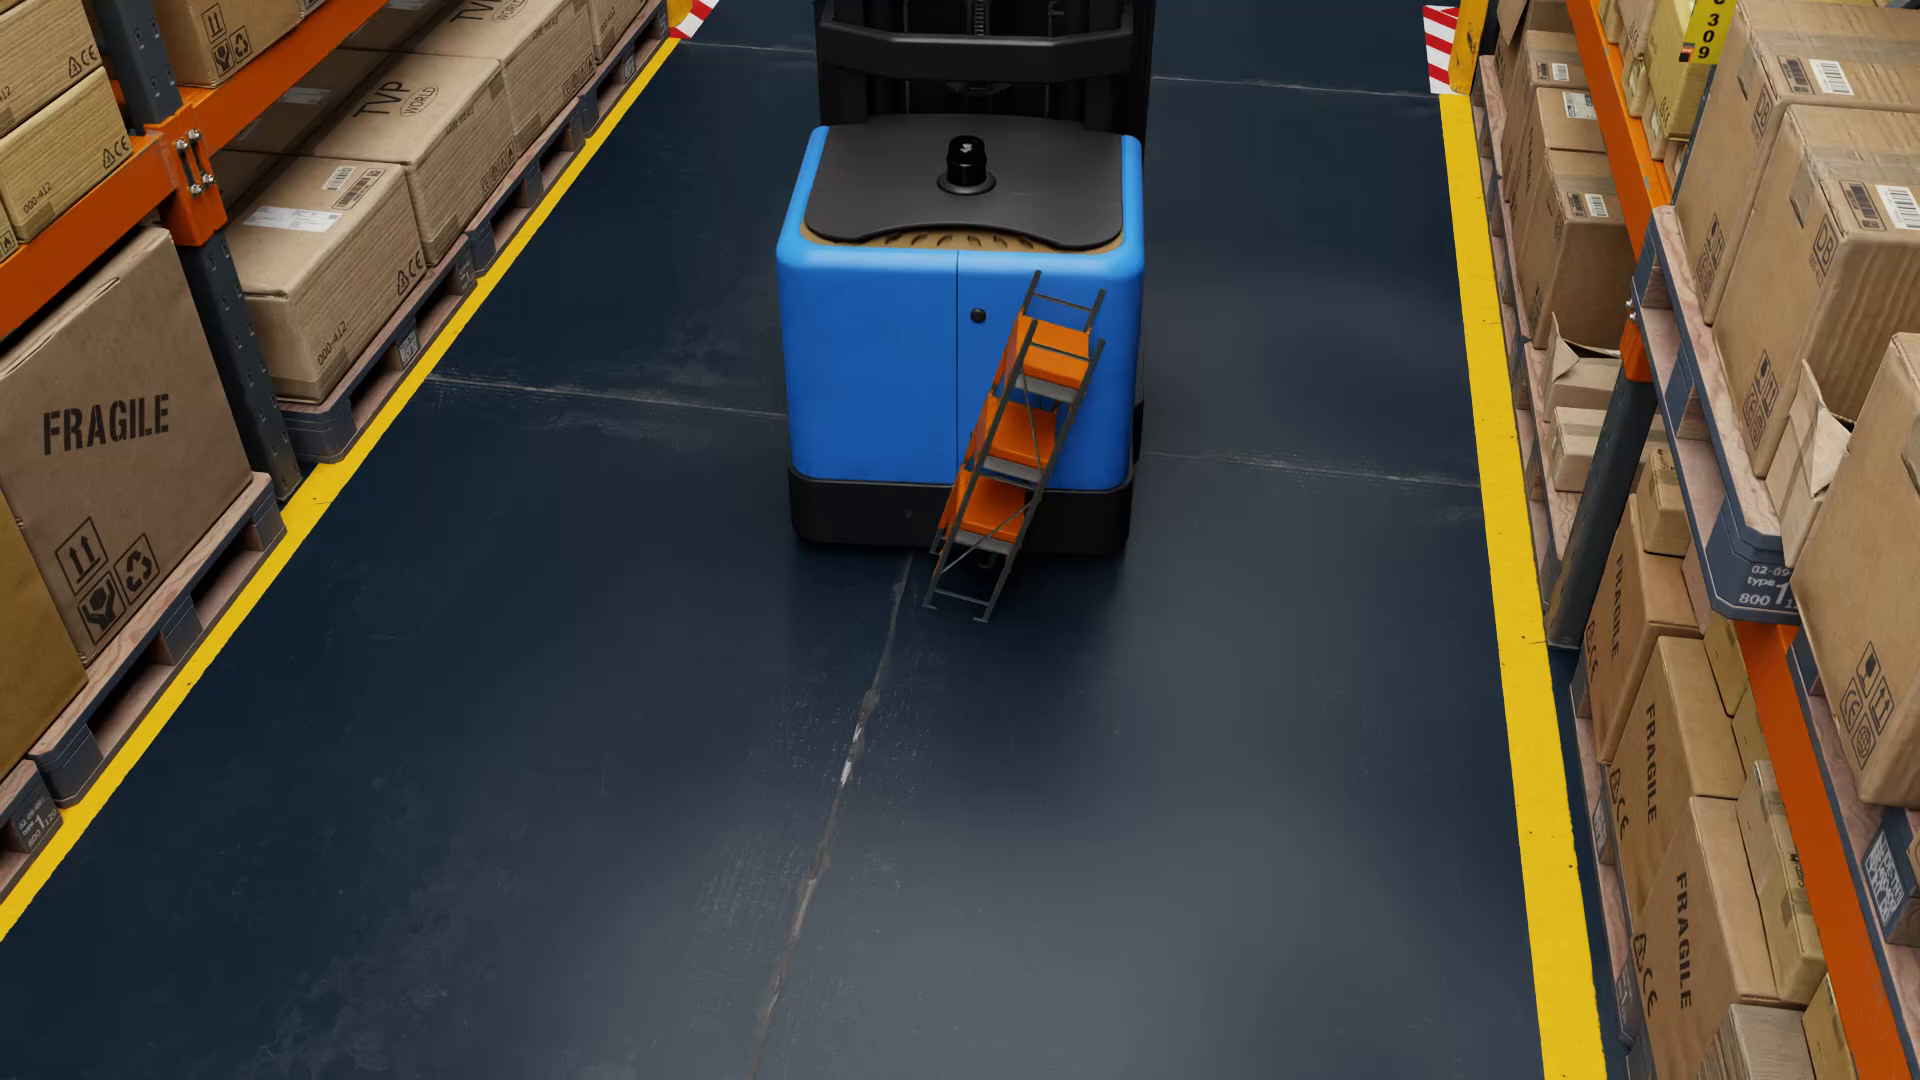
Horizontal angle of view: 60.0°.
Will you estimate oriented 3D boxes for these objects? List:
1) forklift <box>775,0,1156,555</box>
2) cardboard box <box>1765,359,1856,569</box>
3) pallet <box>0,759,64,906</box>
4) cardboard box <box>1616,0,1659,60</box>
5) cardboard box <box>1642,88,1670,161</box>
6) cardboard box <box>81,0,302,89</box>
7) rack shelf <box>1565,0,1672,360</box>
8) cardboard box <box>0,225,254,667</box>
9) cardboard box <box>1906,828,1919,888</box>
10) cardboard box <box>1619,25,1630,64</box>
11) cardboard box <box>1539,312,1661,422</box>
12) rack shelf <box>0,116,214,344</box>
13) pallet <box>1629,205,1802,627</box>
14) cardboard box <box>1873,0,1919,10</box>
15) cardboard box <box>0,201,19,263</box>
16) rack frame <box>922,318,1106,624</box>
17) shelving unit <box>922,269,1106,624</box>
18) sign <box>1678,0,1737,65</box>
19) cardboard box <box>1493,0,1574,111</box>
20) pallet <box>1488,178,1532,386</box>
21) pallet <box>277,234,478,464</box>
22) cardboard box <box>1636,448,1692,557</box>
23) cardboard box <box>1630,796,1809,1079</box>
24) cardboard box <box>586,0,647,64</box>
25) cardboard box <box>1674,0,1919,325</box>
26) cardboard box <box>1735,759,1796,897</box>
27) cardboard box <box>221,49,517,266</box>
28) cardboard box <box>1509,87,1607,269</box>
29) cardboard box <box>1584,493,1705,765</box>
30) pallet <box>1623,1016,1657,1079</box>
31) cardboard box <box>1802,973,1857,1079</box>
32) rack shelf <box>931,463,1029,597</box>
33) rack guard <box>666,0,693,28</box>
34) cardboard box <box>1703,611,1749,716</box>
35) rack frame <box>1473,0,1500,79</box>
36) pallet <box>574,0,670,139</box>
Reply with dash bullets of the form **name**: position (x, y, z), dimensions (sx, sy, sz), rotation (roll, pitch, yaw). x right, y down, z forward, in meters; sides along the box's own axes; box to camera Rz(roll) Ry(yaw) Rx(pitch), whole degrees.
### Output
- **forklift**: position (0.095, -2.009, 5.380), dimensions (1.130, 2.935, 3.031), rotation (3, 40, 3)
- **cardboard box**: position (1.603, -0.103, 2.797), dimensions (0.396, 0.266, 0.258), rotation (8, 40, 10)
- **pallet**: position (-2.936, 0.967, 3.914), dimensions (1.003, 0.211, 1.213), rotation (6, 40, 8)
- **cardboard box**: position (2.142, -1.542, 4.646), dimensions (0.500, 0.250, 0.500), rotation (7, 40, 8)
- **cardboard box**: position (2.052, -1.120, 4.447), dimensions (0.380, 0.149, 0.250), rotation (7, 40, 9)
- **cardboard box**: position (-2.329, -1.672, 4.840), dimensions (0.500, 0.500, 0.500), rotation (8, 40, 9)
- **rack shelf**: position (2.568, -1.801, 5.639), dimensions (1.077, 0.370, 4.000), rotation (6, 40, 8)
- **cardboard box**: position (-2.696, -0.313, 4.612), dimensions (0.875, 0.875, 0.875), rotation (8, 40, 9)
- **cardboard box**: position (1.630, 0.441, 1.952), dimensions (0.797, 0.503, 0.637), rotation (6, 40, 7)
- **cardboard box**: position (2.145, -1.447, 4.844), dimensions (0.380, 0.149, 0.250), rotation (7, 40, 9)
- **cardboard box**: position (2.090, -0.537, 5.362), dimensions (0.396, 0.266, 0.258), rotation (8, 40, 9)
- **rack shelf**: position (-3.014, 0.165, 3.261), dimensions (1.077, 0.370, 4.000), rotation (6, 40, 8)
- **pallet**: position (1.976, -0.259, 3.360), dimensions (1.003, 0.211, 1.213), rotation (6, 40, 8)
- **cardboard box**: position (2.573, -1.161, 4.184), dimensions (0.500, 0.250, 0.500), rotation (6, 40, 7)
- **cardboard box**: position (-2.586, -0.681, 3.838), dimensions (0.500, 0.250, 0.500), rotation (6, 40, 7)
- **rack frame**: position (0.133, -0.160, 4.601), dimensions (0.200, 1.050, 0.008), rotation (15, 39, -8)
- **shelving unit**: position (0.141, -0.238, 4.695), dimensions (0.215, 1.050, 0.252), rotation (15, 39, -8)
- **sign**: position (1.686, -1.212, 3.682), dimensions (0.100, 0.325, 0.005), rotation (6, 40, 8)
- **cardboard box**: position (2.715, -2.160, 7.137), dimensions (0.797, 0.503, 0.637), rotation (5, 40, 6)
- **pallet**: position (2.550, -0.947, 6.230), dimensions (1.003, 0.211, 1.213), rotation (6, 40, 8)
- **pallet**: position (-2.459, -0.762, 6.006), dimensions (1.003, 0.211, 1.213), rotation (6, 40, 8)
- **cardboard box**: position (1.897, -0.076, 4.110), dimensions (0.380, 0.149, 0.250), rotation (8, 40, 10)
- **cardboard box**: position (1.743, 0.905, 3.433), dimensions (0.500, 0.500, 0.500), rotation (5, 40, 6)
- **cardboard box**: position (-1.991, -2.627, 7.755), dimensions (0.875, 0.438, 0.875), rotation (5, 40, 6)
- **cardboard box**: position (1.918, -0.744, 3.388), dimensions (0.700, 0.500, 0.500), rotation (7, 40, 9)
- **cardboard box**: position (1.778, 0.595, 3.299), dimensions (0.380, 0.149, 0.250), rotation (6, 40, 8)
- **cardboard box**: position (-2.299, -1.486, 6.375), dimensions (0.875, 0.438, 0.875), rotation (5, 40, 6)
- **cardboard box**: position (2.338, -1.305, 6.107), dimensions (0.500, 0.500, 0.500), rotation (7, 40, 8)
- **cardboard box**: position (1.916, 0.257, 4.217), dimensions (0.500, 0.500, 0.500), rotation (8, 40, 10)
- **pallet**: position (1.909, 1.534, 3.229), dimensions (1.003, 0.211, 1.213), rotation (6, 40, 8)
- **cardboard box**: position (1.715, 0.923, 2.902), dimensions (0.380, 0.149, 0.250), rotation (7, 40, 8)
- **rack shelf**: position (0.059, -0.029, 4.876), dimensions (0.215, 0.259, 0.240), rotation (15, 39, -8)
- **rack guard**: position (-1.972, -2.930, 8.401), dimensions (1.175, 0.500, 0.348), rotation (6, 40, 8)
- **cardboard box**: position (1.893, 0.269, 3.693), dimensions (0.380, 0.149, 0.250), rotation (4, 40, 5)
- **rack frame**: position (2.914, -3.333, 6.927), dimensions (1.000, 3.000, 0.127), rotation (6, 40, 8)
- **pallet**: position (-2.037, -2.293, 7.858), dimensions (1.003, 0.211, 1.213), rotation (6, 40, 8)
